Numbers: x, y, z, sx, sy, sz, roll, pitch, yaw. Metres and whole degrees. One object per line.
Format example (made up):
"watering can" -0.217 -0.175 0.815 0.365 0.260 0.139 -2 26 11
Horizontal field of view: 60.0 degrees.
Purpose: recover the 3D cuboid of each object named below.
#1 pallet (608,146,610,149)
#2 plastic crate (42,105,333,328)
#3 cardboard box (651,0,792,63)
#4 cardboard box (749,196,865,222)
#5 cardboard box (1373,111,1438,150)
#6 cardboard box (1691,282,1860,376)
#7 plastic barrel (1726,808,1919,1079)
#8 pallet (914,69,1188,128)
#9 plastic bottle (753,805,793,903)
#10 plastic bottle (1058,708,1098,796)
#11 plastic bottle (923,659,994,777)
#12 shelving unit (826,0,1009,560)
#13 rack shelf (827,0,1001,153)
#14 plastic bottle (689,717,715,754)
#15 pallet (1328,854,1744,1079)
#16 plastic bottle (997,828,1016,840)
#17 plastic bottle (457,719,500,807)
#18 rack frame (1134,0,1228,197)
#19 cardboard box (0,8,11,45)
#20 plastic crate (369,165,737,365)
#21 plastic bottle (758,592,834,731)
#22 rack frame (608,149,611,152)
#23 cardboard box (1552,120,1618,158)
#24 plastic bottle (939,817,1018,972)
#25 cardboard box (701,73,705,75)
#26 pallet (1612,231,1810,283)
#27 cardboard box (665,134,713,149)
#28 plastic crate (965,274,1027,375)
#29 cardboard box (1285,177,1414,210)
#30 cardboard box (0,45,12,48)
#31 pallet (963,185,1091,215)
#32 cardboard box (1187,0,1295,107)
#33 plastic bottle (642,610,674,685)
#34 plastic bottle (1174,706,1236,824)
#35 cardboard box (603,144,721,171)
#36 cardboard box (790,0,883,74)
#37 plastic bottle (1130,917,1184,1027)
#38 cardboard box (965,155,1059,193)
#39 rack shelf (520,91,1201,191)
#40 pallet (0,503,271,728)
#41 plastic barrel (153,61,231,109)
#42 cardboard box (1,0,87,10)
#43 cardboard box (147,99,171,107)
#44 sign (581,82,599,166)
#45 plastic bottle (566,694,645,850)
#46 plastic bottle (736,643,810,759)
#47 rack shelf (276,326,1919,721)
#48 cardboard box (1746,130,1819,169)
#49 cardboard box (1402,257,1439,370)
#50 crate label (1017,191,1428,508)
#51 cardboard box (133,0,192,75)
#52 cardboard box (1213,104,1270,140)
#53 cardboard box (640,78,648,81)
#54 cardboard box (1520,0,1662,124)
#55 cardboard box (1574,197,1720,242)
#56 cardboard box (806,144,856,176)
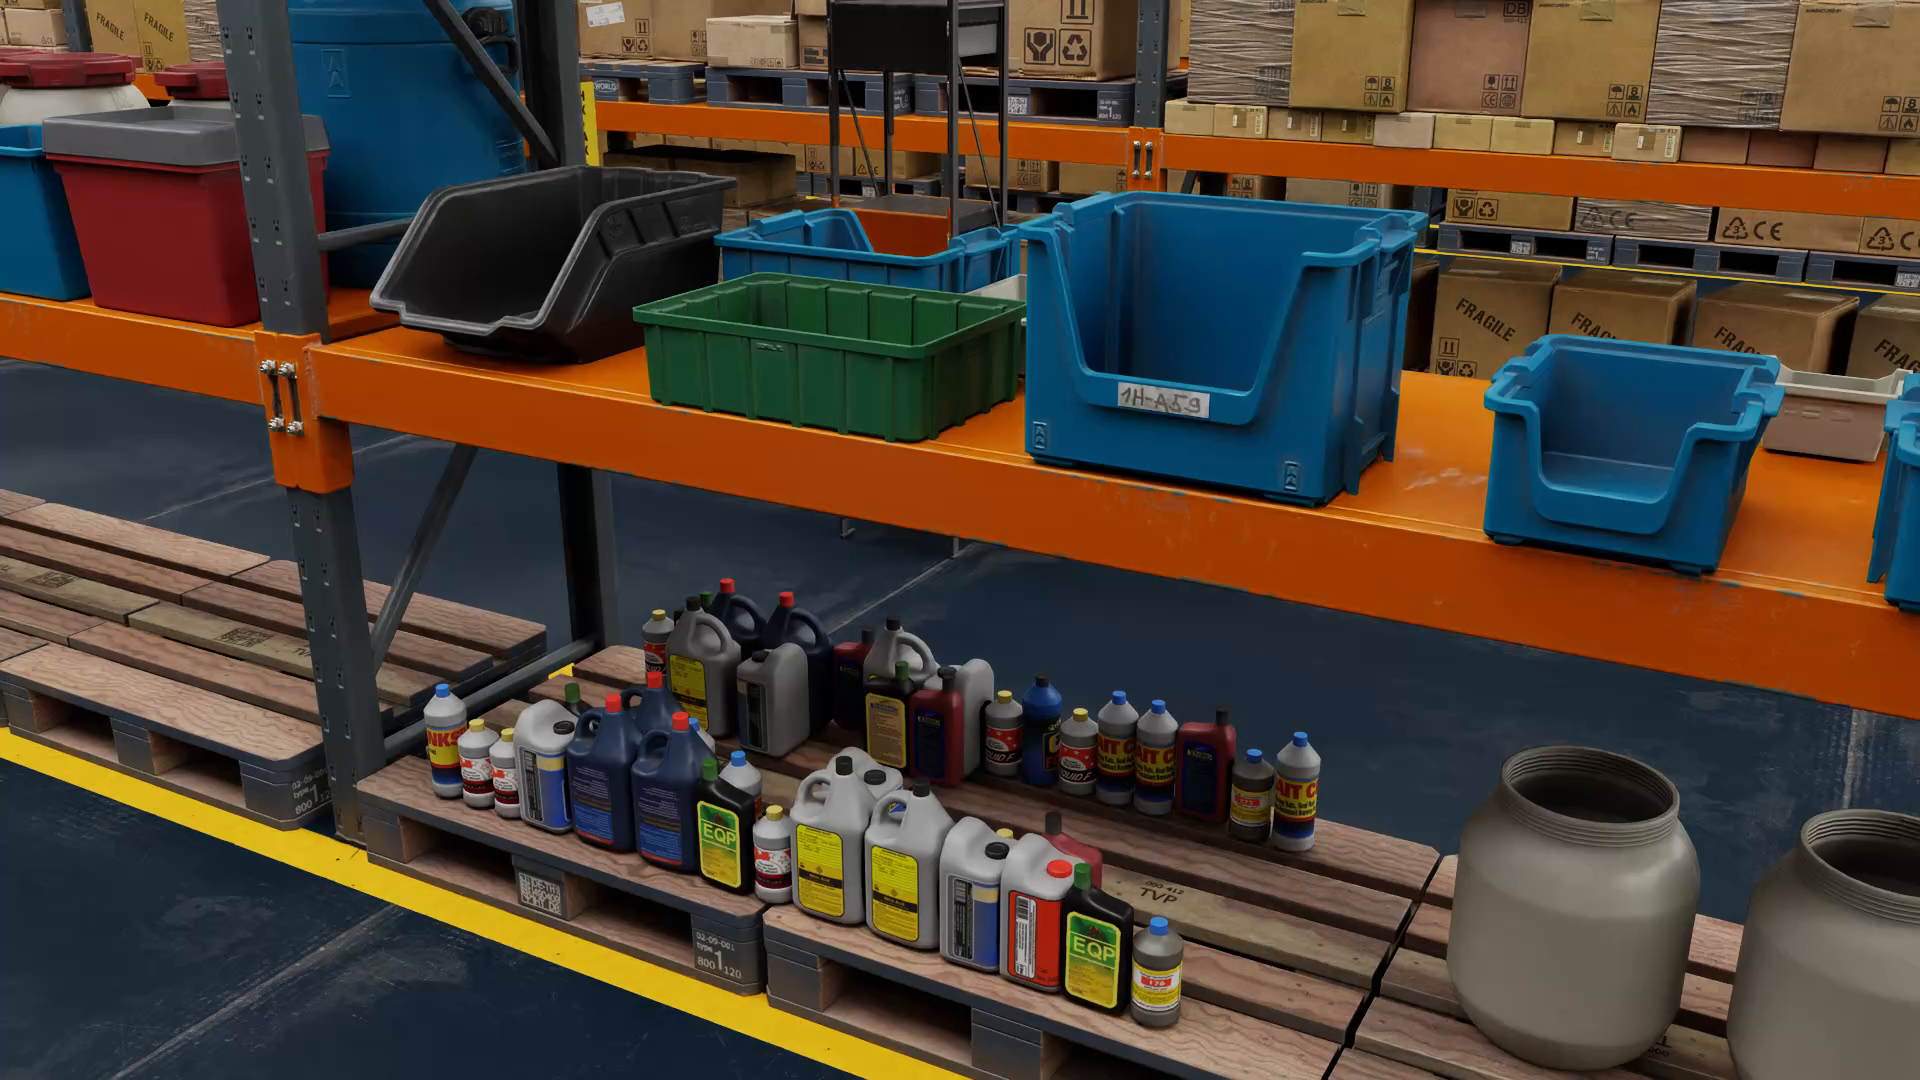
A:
"pallet" -3.964 -3.838 16.636 1.213 0.211 1.003 11 23 27
"plastic crate" -1.871 -0.803 4.085 0.583 0.464 0.402 11 23 27
"cardboard box" -1.348 -3.026 9.547 0.500 0.500 0.700 15 25 35
"cardboard box" -0.792 -1.668 9.586 0.500 0.500 0.700 13 24 32
"cardboard box" 2.022 -1.843 7.415 0.250 0.149 0.380 11 23 27
"cardboard box" 3.533 -0.813 7.257 0.500 0.500 0.500 18 27 41
"plastic barrel" 1.581 0.767 2.883 0.421 0.512 0.421 0 20 0
"pallet" 0.520 -2.338 8.693 1.213 0.211 1.003 11 23 27
"plastic bottle" -0.396 0.669 3.581 0.097 0.201 0.097 0 20 0
"plastic bottle" 0.289 0.506 4.029 0.097 0.201 0.097 0 20 0
"plastic bottle" -0.007 0.426 4.142 0.135 0.276 0.152 11 23 28
"shelving unit" -0.145 -1.015 6.083 0.503 2.100 0.431 11 23 27
"rack shelf" -0.145 -1.660 5.849 0.480 0.518 0.431 11 23 27
"plastic bottle" -0.611 0.539 3.837 0.097 0.271 0.097 0 20 0
"pallet" 1.397 1.058 3.140 1.213 0.211 1.003 11 23 27
"plastic bottle" 0.093 0.702 3.488 0.097 0.201 0.097 0 20 0
"plastic bottle" -1.146 0.526 3.975 0.097 0.201 0.097 0 20 0
"rack frame" 1.117 -2.258 8.190 0.127 3.000 1.000 11 23 27
"cardboard box" -6.834 -3.738 12.055 0.500 0.250 0.500 12 23 29
"plastic crate" -0.904 -0.629 3.791 0.504 0.338 0.767 11 23 27
"plastic bottle" -0.429 0.309 4.355 0.185 0.351 0.144 10 22 25
"rack frame" -3.360 -5.048 15.882 0.127 3.000 1.000 11 23 27
"cardboard box" 2.714 -1.741 7.133 0.250 0.149 0.380 11 23 27
"plastic bottle" 0.048 0.708 3.365 0.135 0.276 0.152 10 22 26
"cardboard box" -2.145 -4.285 15.728 0.500 0.250 0.500 12 23 30
"pallet" 5.319 -2.054 11.719 1.213 0.211 1.003 11 23 27
"cardboard box" -2.382 -3.781 15.439 0.500 0.500 0.500 12 23 30
"plastic crate" 0.242 -0.465 3.634 0.437 0.136 0.530 11 23 27
"cardboard box" 3.038 -2.934 12.737 0.750 0.750 1.050 11 23 27
"cardboard box" -6.742 -3.509 12.007 0.250 0.149 0.380 10 22 26
"pallet" 0.783 -2.918 14.100 1.213 0.211 1.003 11 23 27
"cardboard box" 1.479 -2.351 7.865 0.500 0.500 0.875 11 23 27
"plastic bottle" -0.830 0.293 4.617 0.097 0.201 0.097 0 20 0
"plastic bottle" 0.574 0.515 3.885 0.133 0.283 0.061 11 23 28
"cardboard box" -1.776 -2.205 9.965 0.500 0.250 0.500 12 23 29
"cardboard box" -0.442 -2.764 8.820 0.637 0.503 0.797 13 24 33
"plastic bottle" 0.376 0.816 3.176 0.097 0.201 0.097 0 20 0
"cardboard box" 0.619 -3.394 14.007 0.750 0.750 1.050 10 22 27
"rack shelf" -0.629 -2.252 9.230 4.000 0.370 1.077 11 23 27
"pallet" -3.073 0.206 5.487 1.213 0.211 1.003 11 23 27
"plastic barrel" -2.027 -1.071 4.721 0.433 0.535 0.433 0 20 0
"cardboard box" -6.399 -4.007 11.696 0.500 0.500 0.500 12 23 29
"cardboard box" -5.299 -2.686 11.871 0.875 0.875 1.225 11 23 27
"sign" -1.021 -1.075 4.524 0.005 0.325 0.100 11 23 27
"plastic bottle" -0.797 0.513 3.791 0.185 0.351 0.144 11 23 29
"plastic bottle" -0.479 0.392 4.235 0.135 0.276 0.152 11 23 27
"rack shelf" 0.447 -0.112 3.331 4.000 0.370 1.077 11 23 27
"cardboard box" 3.389 -1.628 6.824 0.250 0.149 0.380 11 23 27
"cardboard box" 1.950 -1.109 8.072 0.500 0.500 0.500 -17 26 -39
"crate label" 0.454 -0.360 2.907 0.616 0.435 0.502 11 23 27
"cardboard box" -5.148 -3.401 11.195 0.500 0.500 0.500 11 23 27
"cardboard box" 1.370 -1.969 7.762 0.250 0.149 0.380 11 23 27
"cardboard box" -2.844 -4.221 15.553 0.500 0.250 0.500 10 22 25
"cardboard box" 2.801 -2.109 7.197 0.500 0.500 0.875 11 23 27
"cardboard box" 4.928 -2.642 11.749 0.875 0.875 0.875 11 23 28
"cardboard box" -1.022 -3.524 14.731 0.500 0.500 0.500 12 23 29
